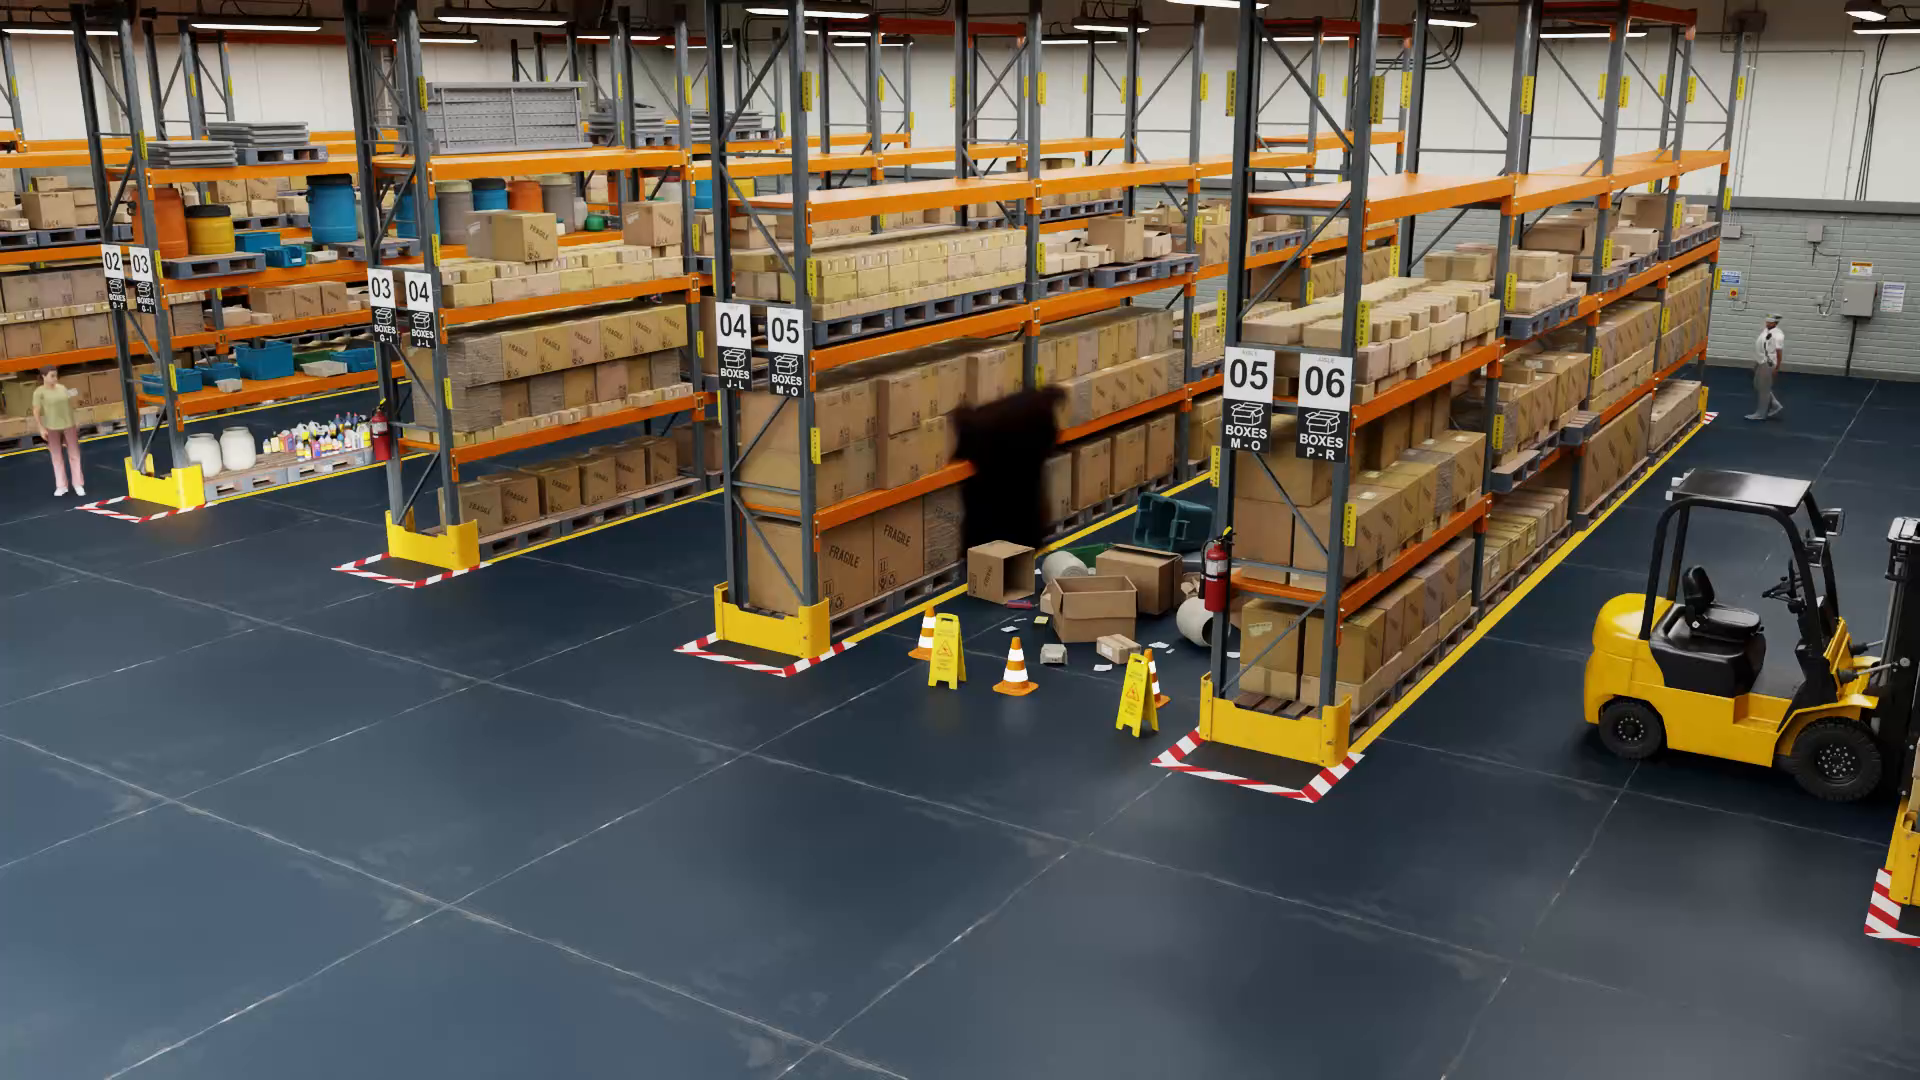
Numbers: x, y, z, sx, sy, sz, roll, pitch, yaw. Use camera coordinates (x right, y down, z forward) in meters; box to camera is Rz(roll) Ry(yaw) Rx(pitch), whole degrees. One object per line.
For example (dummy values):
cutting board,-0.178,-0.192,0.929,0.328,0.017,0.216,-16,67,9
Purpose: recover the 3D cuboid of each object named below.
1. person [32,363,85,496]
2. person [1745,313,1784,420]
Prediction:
person,-11.480,-1.391,21.153,0.490,1.710,0.486,-9,18,-30
person,12.578,-2.699,25.813,0.560,1.670,0.464,3,16,10
